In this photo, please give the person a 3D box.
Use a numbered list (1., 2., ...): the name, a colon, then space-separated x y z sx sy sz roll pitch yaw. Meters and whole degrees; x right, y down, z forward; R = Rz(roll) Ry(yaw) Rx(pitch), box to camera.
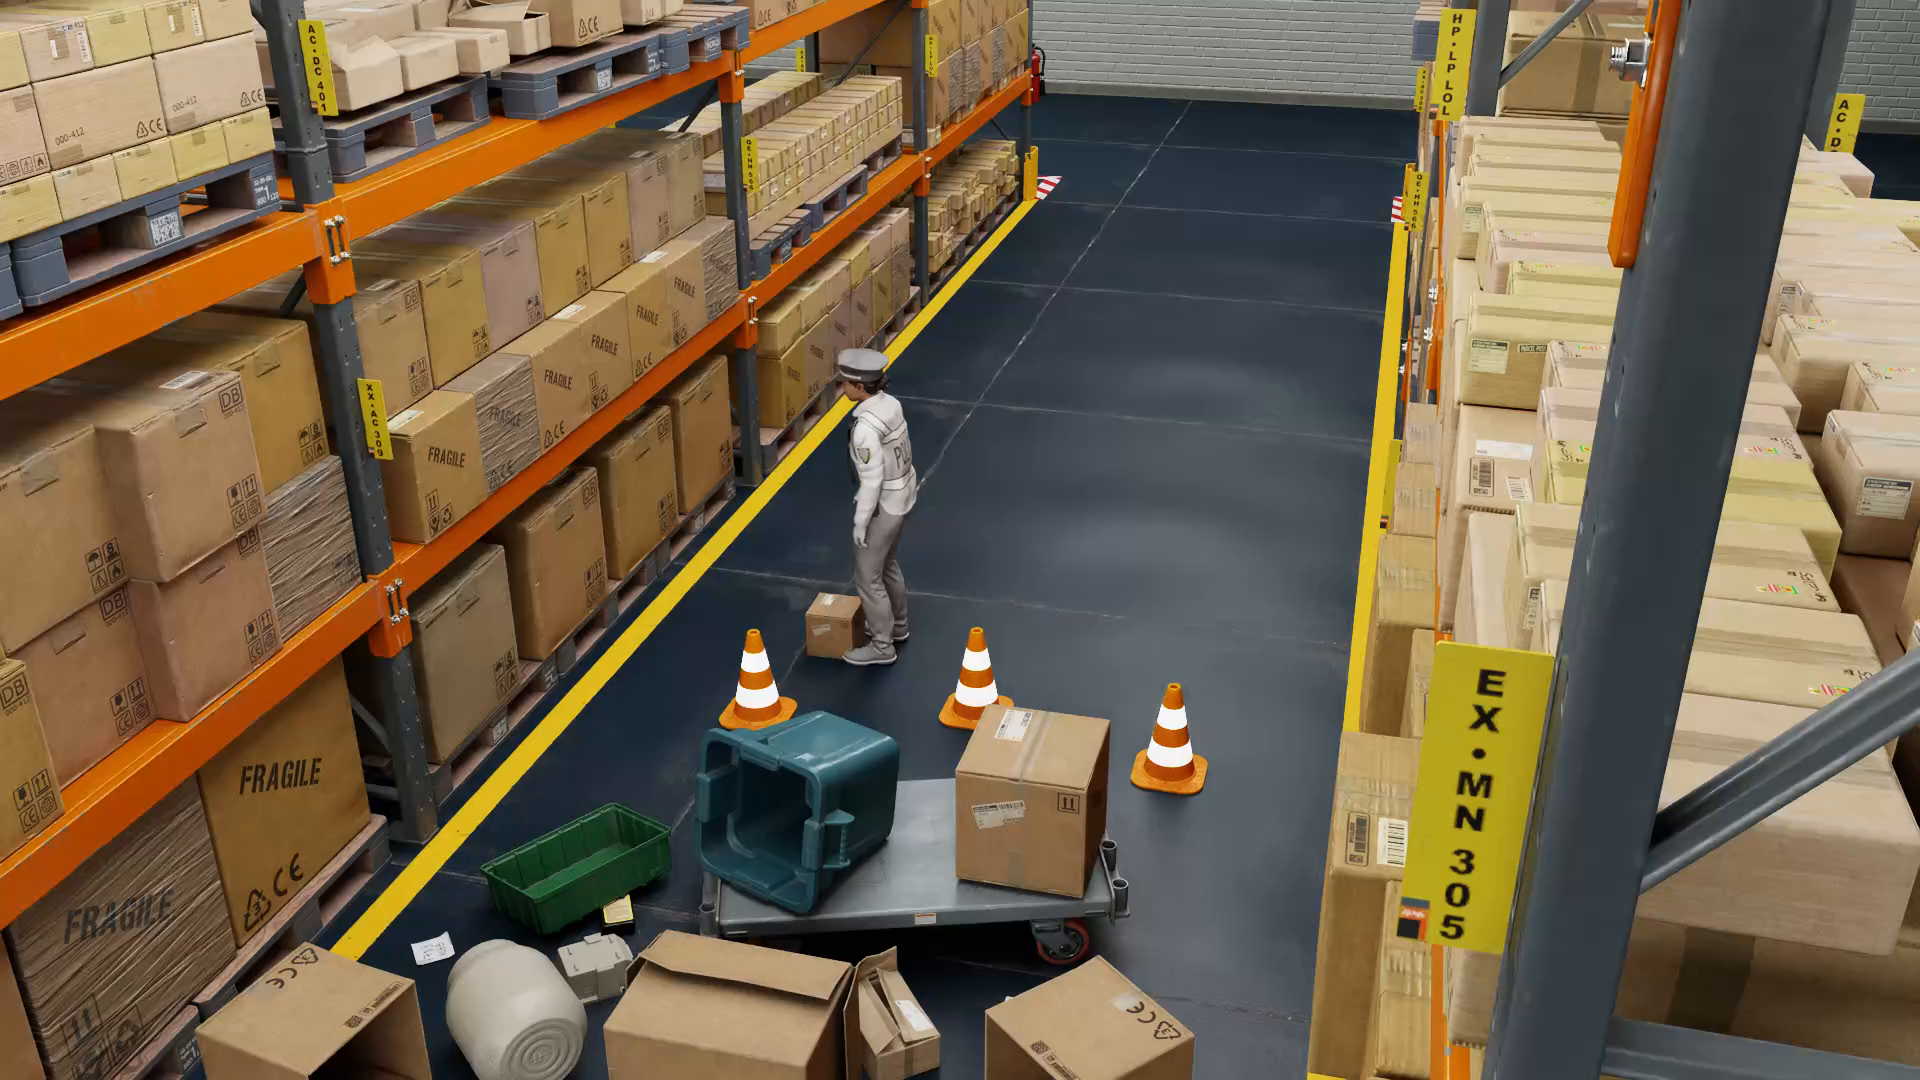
1. person: -0.418 -0.161 8.444 0.376 1.663 0.527 6 26 13
